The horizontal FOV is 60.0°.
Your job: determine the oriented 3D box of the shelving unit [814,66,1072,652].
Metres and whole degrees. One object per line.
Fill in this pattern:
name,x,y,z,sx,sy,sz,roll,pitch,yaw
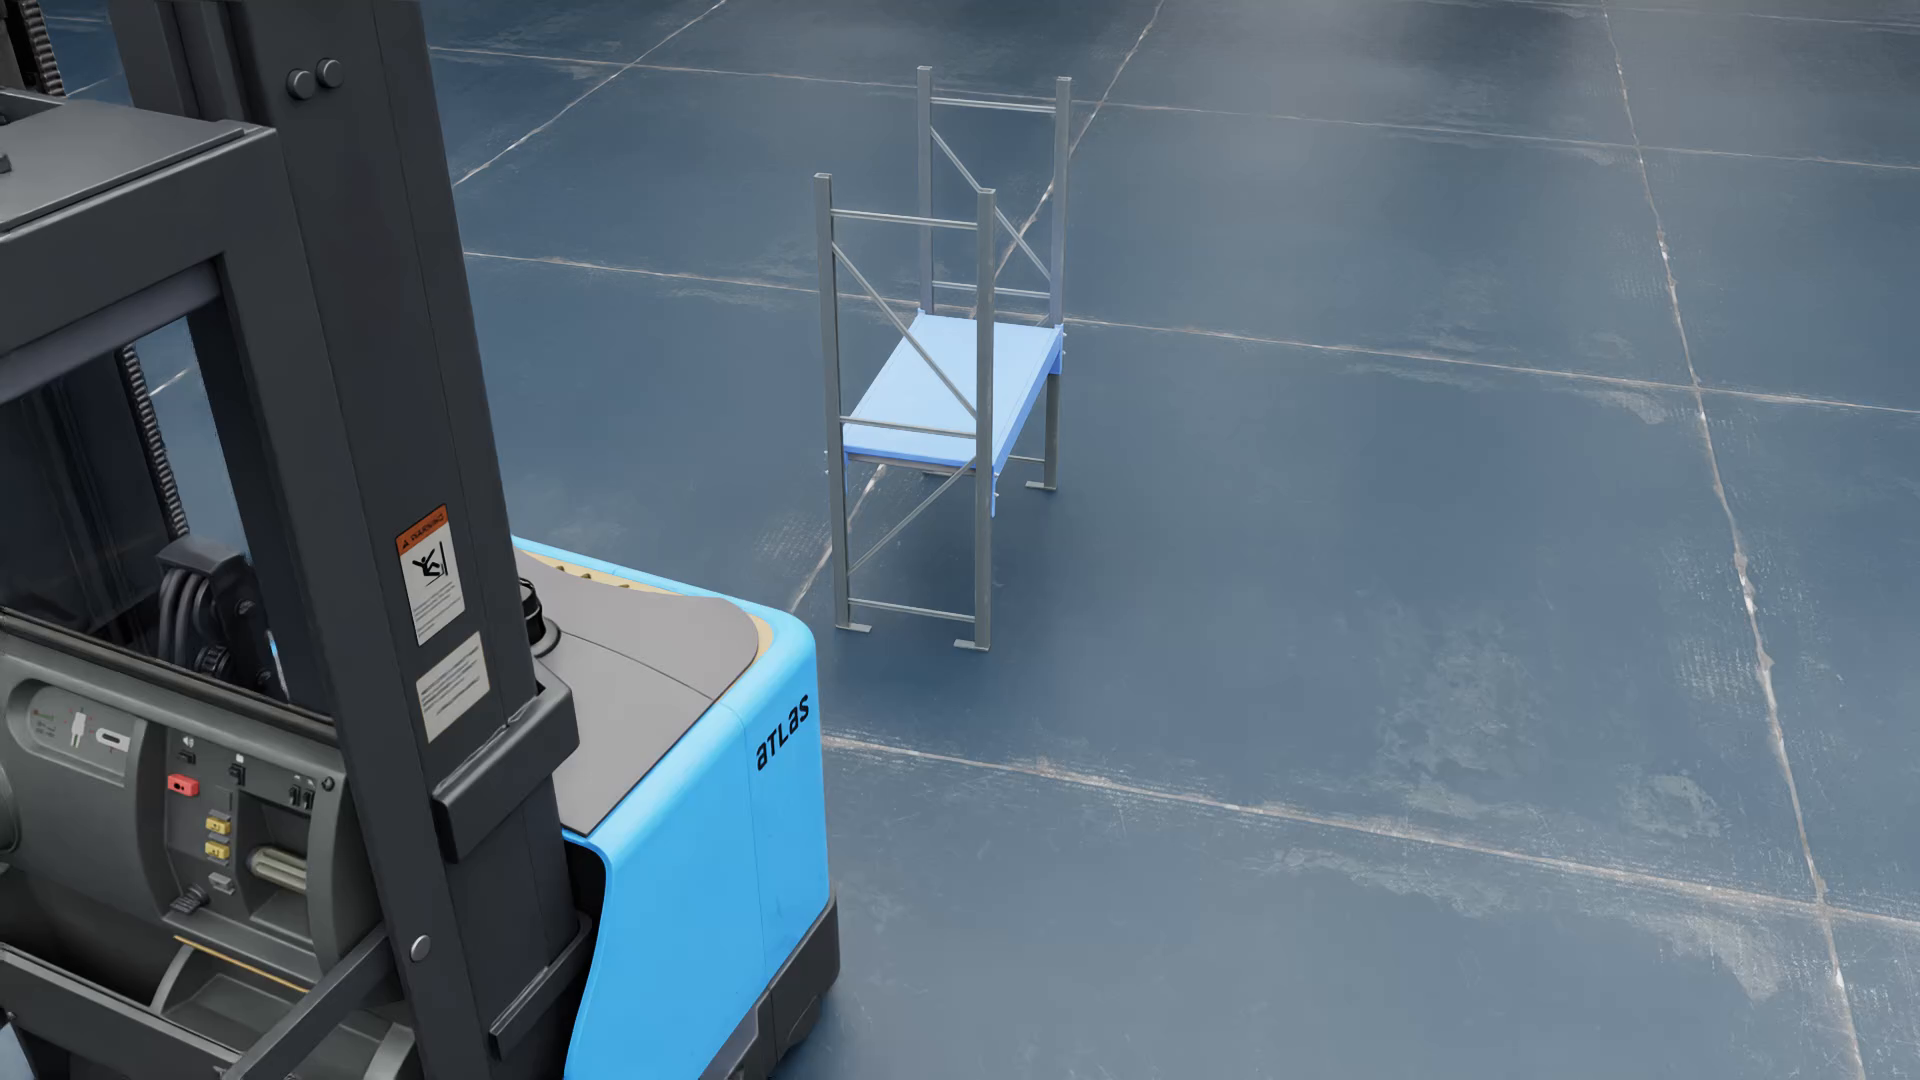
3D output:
shelving unit,-0.022,-0.589,5.278,0.538,1.500,1.048,8,33,12

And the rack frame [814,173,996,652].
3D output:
rack frame,-0.151,-0.325,4.863,0.500,1.500,0.032,8,33,12

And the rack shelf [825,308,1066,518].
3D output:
rack shelf,-0.022,-0.437,5.374,0.538,0.185,1.000,8,33,12

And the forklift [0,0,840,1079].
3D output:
forklift,-1.368,0.441,2.324,1.130,2.935,3.031,14,35,21

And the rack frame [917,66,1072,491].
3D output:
rack frame,0.107,-0.852,5.693,0.500,1.500,0.032,8,33,12
